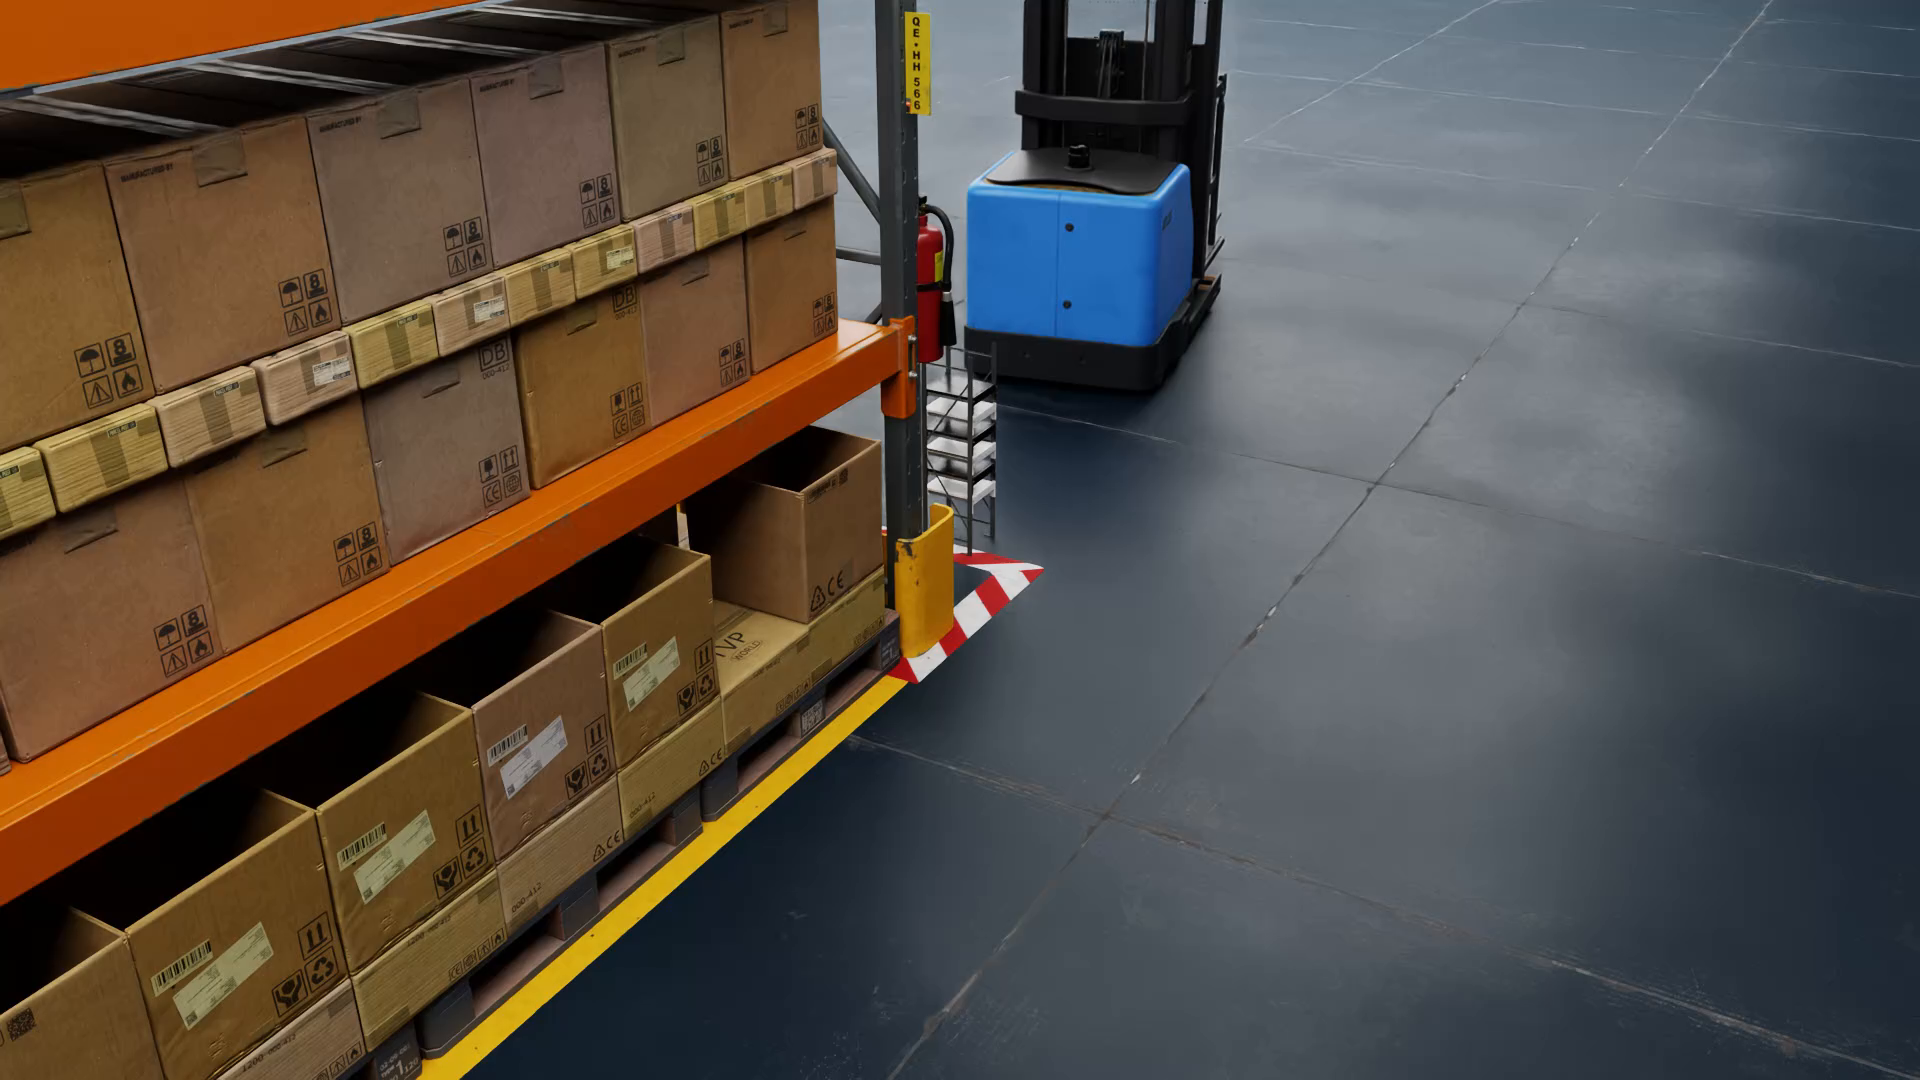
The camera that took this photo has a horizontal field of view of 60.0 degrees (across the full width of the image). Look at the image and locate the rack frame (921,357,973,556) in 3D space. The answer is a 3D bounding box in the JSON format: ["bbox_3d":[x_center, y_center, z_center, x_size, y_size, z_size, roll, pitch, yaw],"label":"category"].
[{"bbox_3d":[-0.054,-0.360,6.963,0.240,0.900,0.006,14,30,26],"label":"rack frame"}]

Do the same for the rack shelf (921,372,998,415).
[{"bbox_3d":[-0.004,-0.611,6.937,0.258,0.077,0.200,14,30,26],"label":"rack shelf"}]

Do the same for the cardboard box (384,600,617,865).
[{"bbox_3d":[-1.337,0.503,4.660,0.500,0.500,0.500,14,30,26],"label":"cardboard box"}]

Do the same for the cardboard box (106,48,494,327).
[{"bbox_3d":[-1.621,-0.893,4.122,0.700,0.500,0.500,14,30,26],"label":"cardboard box"}]

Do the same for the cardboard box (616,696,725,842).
[{"bbox_3d":[-1.093,0.643,5.217,0.500,0.250,0.500,14,30,26],"label":"cardboard box"}]

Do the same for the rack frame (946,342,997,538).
[{"bbox_3d":[0.046,-0.439,7.122,0.240,0.900,0.006,14,30,26],"label":"rack frame"}]

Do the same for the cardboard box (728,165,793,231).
[{"bbox_3d":[-0.756,-1.107,5.275,0.380,0.149,0.250,15,30,27],"label":"cardboard box"}]

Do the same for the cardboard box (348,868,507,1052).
[{"bbox_3d":[-1.581,1.033,4.437,0.500,0.250,0.500,14,30,26],"label":"cardboard box"}]

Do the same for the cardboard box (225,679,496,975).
[{"bbox_3d":[-1.582,0.698,4.269,0.500,0.500,0.500,14,30,26],"label":"cardboard box"}]

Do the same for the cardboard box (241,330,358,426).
[{"bbox_3d":[-1.643,-0.407,3.875,0.380,0.149,0.250,13,30,25],"label":"cardboard box"}]

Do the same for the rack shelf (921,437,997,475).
[{"bbox_3d":[-0.004,-0.370,7.057,0.258,0.077,0.200,14,30,26],"label":"rack shelf"}]

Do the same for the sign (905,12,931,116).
[{"bbox_3d":[-0.141,-1.565,5.466,0.100,0.325,0.005,14,30,26],"label":"sign"}]

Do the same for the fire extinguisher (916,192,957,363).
[{"bbox_3d":[-0.144,-0.975,5.933,0.296,0.674,0.183,14,30,26],"label":"fire extinguisher"}]

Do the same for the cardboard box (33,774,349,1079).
[{"bbox_3d":[-1.834,0.891,3.884,0.500,0.500,0.500,14,30,26],"label":"cardboard box"}]

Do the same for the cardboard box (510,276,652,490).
[{"bbox_3d":[-1.351,-0.533,4.853,0.700,0.500,0.500,14,30,26],"label":"cardboard box"}]

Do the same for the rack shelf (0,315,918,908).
[{"bbox_3d":[-1.590,0.035,4.632,1.077,0.370,4.000,14,30,26],"label":"rack shelf"}]

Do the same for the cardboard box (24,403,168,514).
[{"bbox_3d":[-1.897,-0.205,3.472,0.380,0.149,0.250,14,30,26],"label":"cardboard box"}]

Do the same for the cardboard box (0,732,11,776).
[{"bbox_3d":[-2.361,0.274,3.240,0.700,0.500,0.500,13,30,25],"label":"cardboard box"}]

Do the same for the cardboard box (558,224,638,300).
[{"bbox_3d":[-1.136,-0.808,4.676,0.380,0.149,0.250,15,30,28],"label":"cardboard box"}]

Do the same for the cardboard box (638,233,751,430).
[{"bbox_3d":[-1.101,-0.726,5.237,0.700,0.500,0.500,15,30,27],"label":"cardboard box"}]

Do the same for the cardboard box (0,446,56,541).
[{"bbox_3d":[-2.024,-0.103,3.268,0.380,0.149,0.250,13,30,25],"label":"cardboard box"}]

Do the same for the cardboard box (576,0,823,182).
[{"bbox_3d":[-0.873,-1.491,5.316,0.700,0.500,0.500,14,30,26],"label":"cardboard box"}]

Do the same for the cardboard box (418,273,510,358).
[{"bbox_3d":[-1.390,-0.605,4.271,0.380,0.149,0.250,14,30,25],"label":"cardboard box"}]

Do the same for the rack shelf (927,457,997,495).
[{"bbox_3d":[-0.004,-0.289,7.098,0.258,0.077,0.200,14,30,26],"label":"rack shelf"}]

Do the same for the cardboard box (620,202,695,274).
[{"bbox_3d":[-1.007,-0.910,4.881,0.380,0.149,0.250,15,30,27],"label":"cardboard box"}]

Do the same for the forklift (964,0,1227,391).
[{"bbox_3d":[0.960,-2.726,9.421,1.130,2.935,3.031,8,28,16],"label":"forklift"}]

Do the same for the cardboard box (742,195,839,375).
[{"bbox_3d":[-0.847,-0.931,5.648,0.700,0.500,0.500,14,30,26],"label":"cardboard box"}]

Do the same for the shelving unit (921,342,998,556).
[{"bbox_3d":[-0.004,-0.399,7.042,0.258,0.900,0.210,14,30,26],"label":"shelving unit"}]

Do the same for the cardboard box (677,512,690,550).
[{"bbox_3d":[-1.064,0.136,6.230,0.500,0.250,0.500,14,30,26],"label":"cardboard box"}]

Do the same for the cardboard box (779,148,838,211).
[{"bbox_3d":[-0.628,-1.210,5.479,0.380,0.149,0.250,14,30,25],"label":"cardboard box"}]

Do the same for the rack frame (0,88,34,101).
[{"bbox_3d":[-4.917,-2.158,8.210,1.000,3.000,0.127,14,30,26],"label":"rack frame"}]

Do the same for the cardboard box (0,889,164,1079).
[{"bbox_3d":[-2.073,1.088,3.491,0.500,0.500,0.500,14,30,26],"label":"cardboard box"}]

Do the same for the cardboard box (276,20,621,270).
[{"bbox_3d":[-1.375,-1.088,4.512,0.700,0.500,0.500,14,30,26],"label":"cardboard box"}]

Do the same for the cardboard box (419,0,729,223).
[{"bbox_3d":[-1.127,-1.285,4.904,0.700,0.500,0.500,13,30,25],"label":"cardboard box"}]

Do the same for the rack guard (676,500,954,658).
[{"bbox_3d":[-0.595,0.043,6.606,1.175,0.500,0.348,14,30,26],"label":"rack guard"}]

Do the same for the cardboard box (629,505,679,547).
[{"bbox_3d":[-1.308,-0.004,5.672,0.500,0.500,0.500,14,30,26],"label":"cardboard box"}]

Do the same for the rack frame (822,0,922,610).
[{"bbox_3d":[-0.606,-1.066,6.028,1.000,3.000,0.127,14,30,26],"label":"rack frame"}]

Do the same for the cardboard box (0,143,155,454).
[{"bbox_3d":[-2.114,-0.503,3.343,0.700,0.500,0.500,14,30,26],"label":"cardboard box"}]

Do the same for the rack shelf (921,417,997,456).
[{"bbox_3d":[-0.004,-0.450,7.017,0.258,0.077,0.200,14,30,26],"label":"rack shelf"}]

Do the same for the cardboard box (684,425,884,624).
[{"bbox_3d":[-0.611,-0.085,5.833,0.500,0.500,0.500,14,30,26],"label":"cardboard box"}]

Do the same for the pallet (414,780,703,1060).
[{"bbox_3d":[-1.547,0.962,5.092,1.003,0.211,1.213,14,30,26],"label":"pallet"}]

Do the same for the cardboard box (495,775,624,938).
[{"bbox_3d":[-1.340,0.837,4.829,0.500,0.250,0.500,14,30,26],"label":"cardboard box"}]

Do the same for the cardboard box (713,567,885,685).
[{"bbox_3d":[-0.613,0.250,6.002,0.500,0.250,0.500,14,30,26],"label":"cardboard box"}]

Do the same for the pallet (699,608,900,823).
[{"bbox_3d":[-0.946,0.488,6.038,1.003,0.211,1.213,14,30,26],"label":"pallet"}]

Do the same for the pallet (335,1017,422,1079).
[{"bbox_3d":[-2.146,1.439,4.139,1.003,0.211,1.213,14,30,26],"label":"pallet"}]

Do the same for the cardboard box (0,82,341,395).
[{"bbox_3d":[-1.867,-0.698,3.733,0.700,0.500,0.500,14,30,26],"label":"cardboard box"}]

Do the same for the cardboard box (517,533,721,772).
[{"bbox_3d":[-1.090,0.308,5.048,0.500,0.500,0.500,14,30,26],"label":"cardboard box"}]

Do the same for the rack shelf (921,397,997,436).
[{"bbox_3d":[-0.004,-0.531,6.977,0.258,0.077,0.200,14,30,26],"label":"rack shelf"}]

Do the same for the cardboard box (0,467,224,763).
[{"bbox_3d":[-2.108,0.067,3.653,0.700,0.500,0.500,14,30,26],"label":"cardboard box"}]

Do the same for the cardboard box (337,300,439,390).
[{"bbox_3d":[-1.514,-0.508,4.078,0.380,0.149,0.250,14,30,26],"label":"cardboard box"}]

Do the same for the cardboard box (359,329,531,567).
[{"bbox_3d":[-1.606,-0.327,4.441,0.700,0.500,0.500,15,30,28],"label":"cardboard box"}]

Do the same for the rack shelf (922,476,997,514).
[{"bbox_3d":[-0.004,-0.209,7.138,0.258,0.077,0.200,14,30,26],"label":"rack shelf"}]

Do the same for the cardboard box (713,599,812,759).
[{"bbox_3d":[-0.849,0.448,5.607,0.500,0.250,0.500,14,30,26],"label":"cardboard box"}]

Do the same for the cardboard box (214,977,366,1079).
[{"bbox_3d":[-1.832,1.227,4.050,0.500,0.250,0.500,14,30,26],"label":"cardboard box"}]

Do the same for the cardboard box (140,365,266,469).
[{"bbox_3d":[-1.772,-0.302,3.666,0.380,0.149,0.250,13,29,24],"label":"cardboard box"}]

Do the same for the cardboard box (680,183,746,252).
[{"bbox_3d":[-0.882,-1.008,5.076,0.380,0.149,0.250,14,30,25],"label":"cardboard box"}]

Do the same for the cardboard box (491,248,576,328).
[{"bbox_3d":[-1.264,-0.705,4.470,0.380,0.149,0.250,15,30,27],"label":"cardboard box"}]

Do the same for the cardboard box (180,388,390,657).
[{"bbox_3d":[-1.857,-0.128,4.042,0.700,0.500,0.500,15,30,27],"label":"cardboard box"}]
